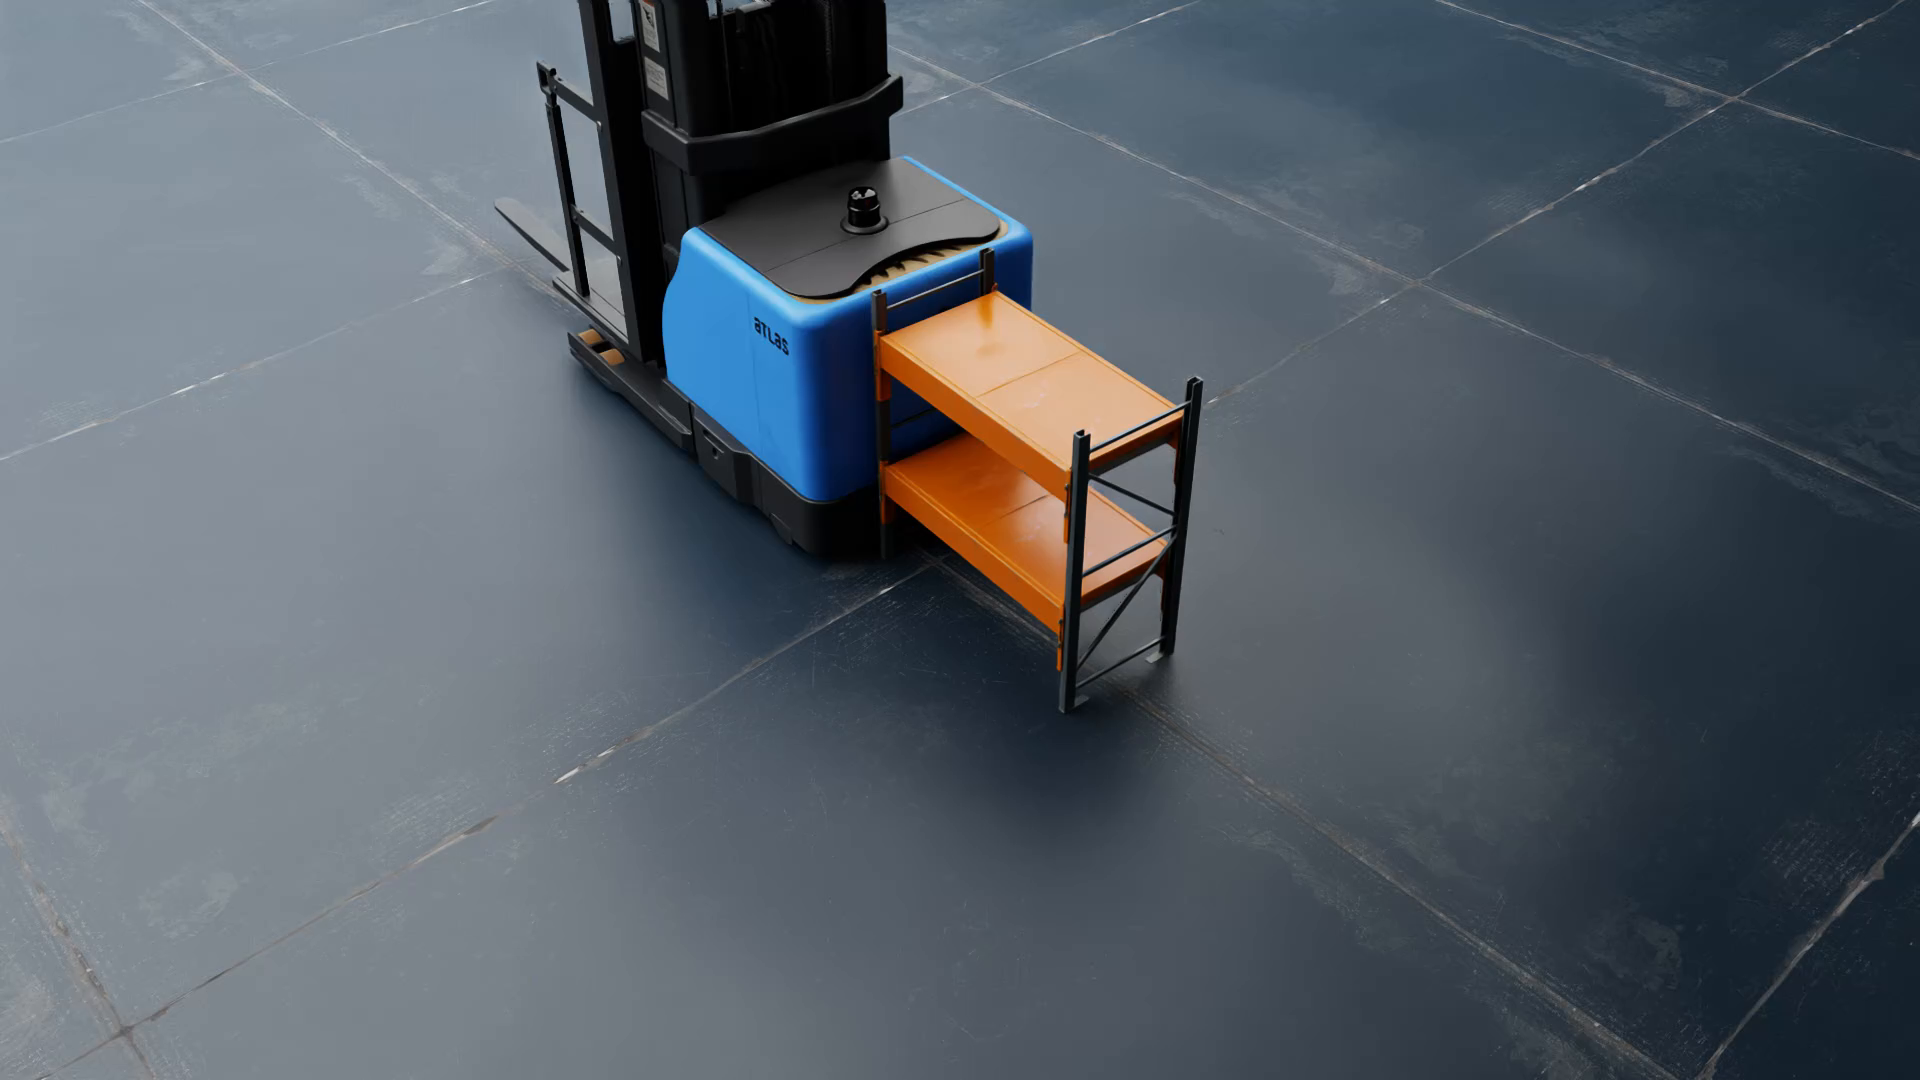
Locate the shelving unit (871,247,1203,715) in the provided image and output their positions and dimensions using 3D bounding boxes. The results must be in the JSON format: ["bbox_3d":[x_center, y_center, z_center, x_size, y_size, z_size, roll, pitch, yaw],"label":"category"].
[{"bbox_3d":[0.224,-0.213,5.619,0.538,1.125,1.048,-26,46,-28],"label":"shelving unit"}]

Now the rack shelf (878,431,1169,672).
[{"bbox_3d":[0.224,-0.023,5.773,0.538,0.278,1.000,-26,46,-28],"label":"rack shelf"}]

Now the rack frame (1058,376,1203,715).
[{"bbox_3d":[0.536,0.039,5.307,0.500,1.125,0.032,-26,46,-28],"label":"rack frame"}]

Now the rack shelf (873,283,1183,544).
[{"bbox_3d":[0.224,-0.441,5.435,0.538,0.278,1.000,-26,46,-28],"label":"rack shelf"}]

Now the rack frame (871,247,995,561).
[{"bbox_3d":[-0.088,-0.466,5.931,0.500,1.125,0.032,-26,46,-28],"label":"rack frame"}]

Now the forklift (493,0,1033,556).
[{"bbox_3d":[-1.022,-1.952,6.334,1.130,2.935,3.031,-26,46,-28],"label":"forklift"}]
